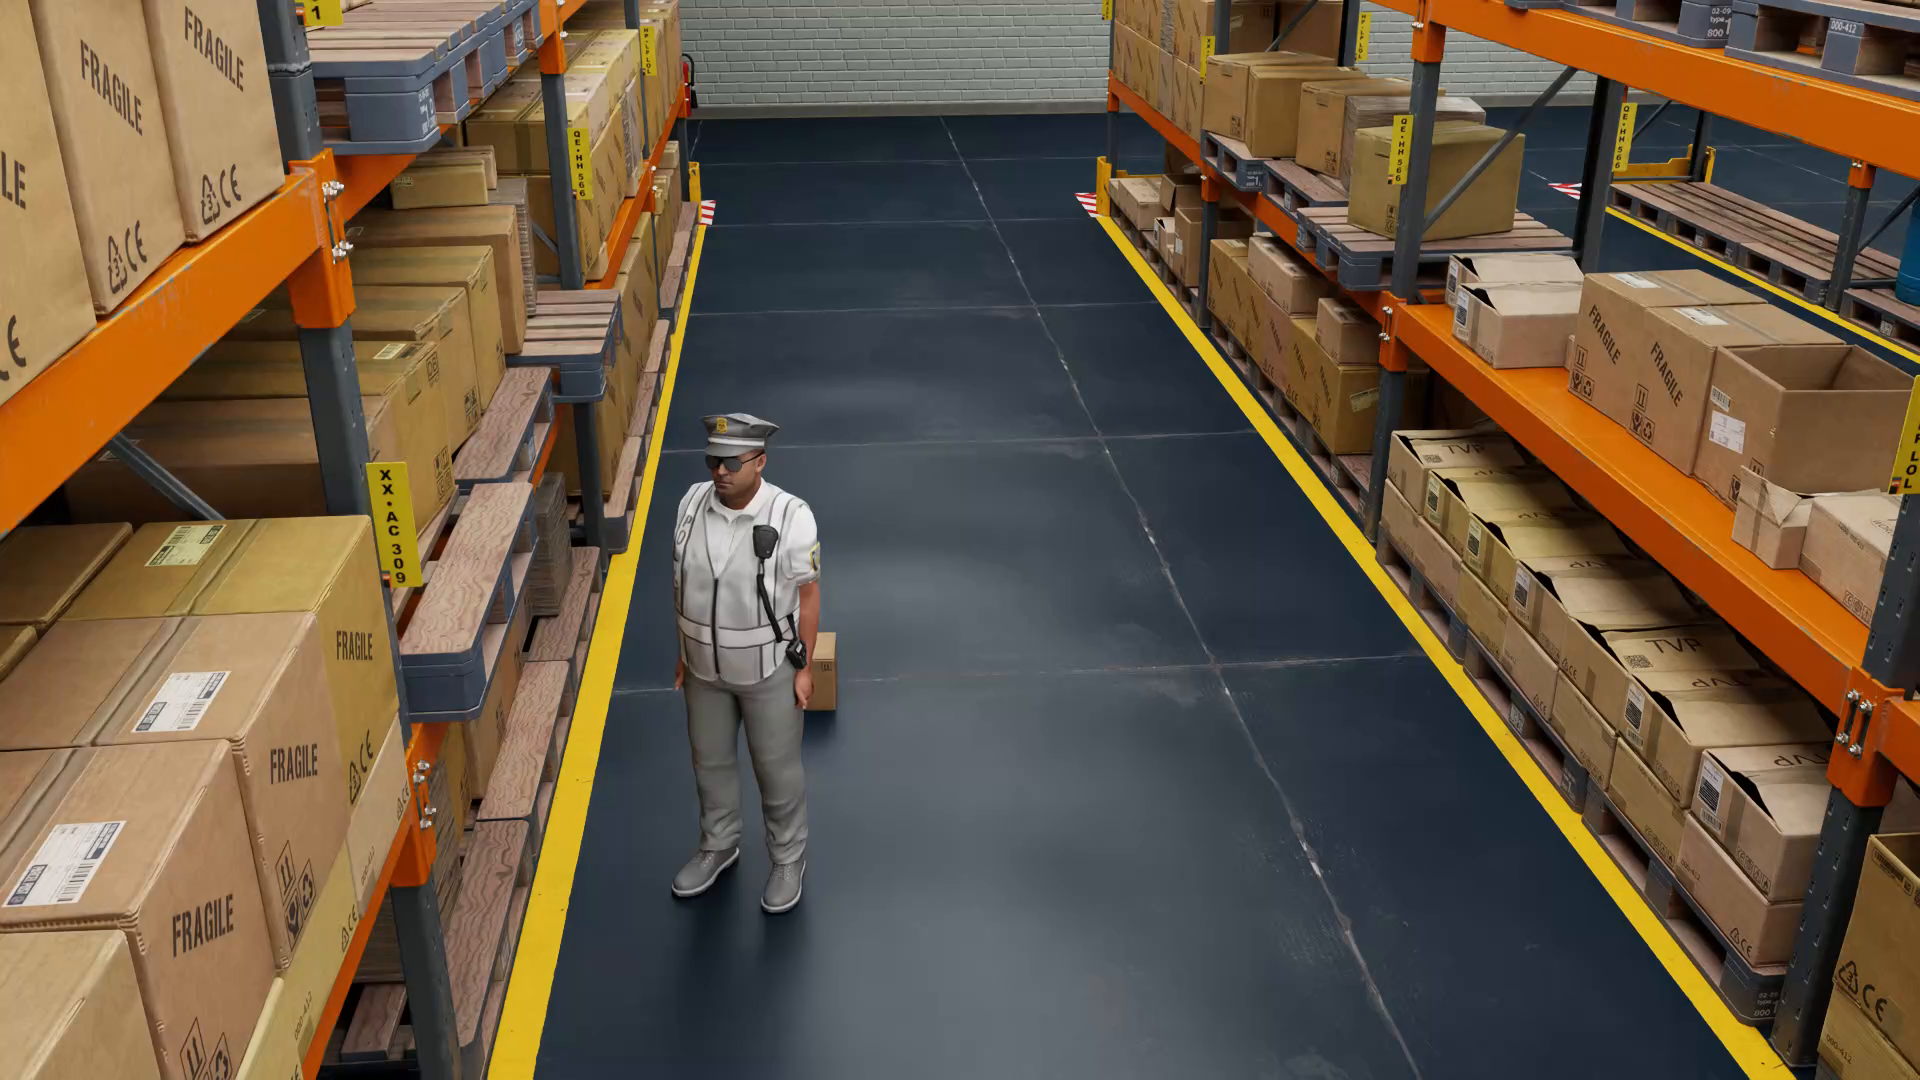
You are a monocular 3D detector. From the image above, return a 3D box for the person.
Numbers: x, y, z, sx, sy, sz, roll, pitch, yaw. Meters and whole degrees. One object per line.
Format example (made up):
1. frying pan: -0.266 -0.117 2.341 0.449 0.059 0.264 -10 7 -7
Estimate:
1. person: -0.737 0.405 5.636 0.520 1.775 0.403 6 24 14
